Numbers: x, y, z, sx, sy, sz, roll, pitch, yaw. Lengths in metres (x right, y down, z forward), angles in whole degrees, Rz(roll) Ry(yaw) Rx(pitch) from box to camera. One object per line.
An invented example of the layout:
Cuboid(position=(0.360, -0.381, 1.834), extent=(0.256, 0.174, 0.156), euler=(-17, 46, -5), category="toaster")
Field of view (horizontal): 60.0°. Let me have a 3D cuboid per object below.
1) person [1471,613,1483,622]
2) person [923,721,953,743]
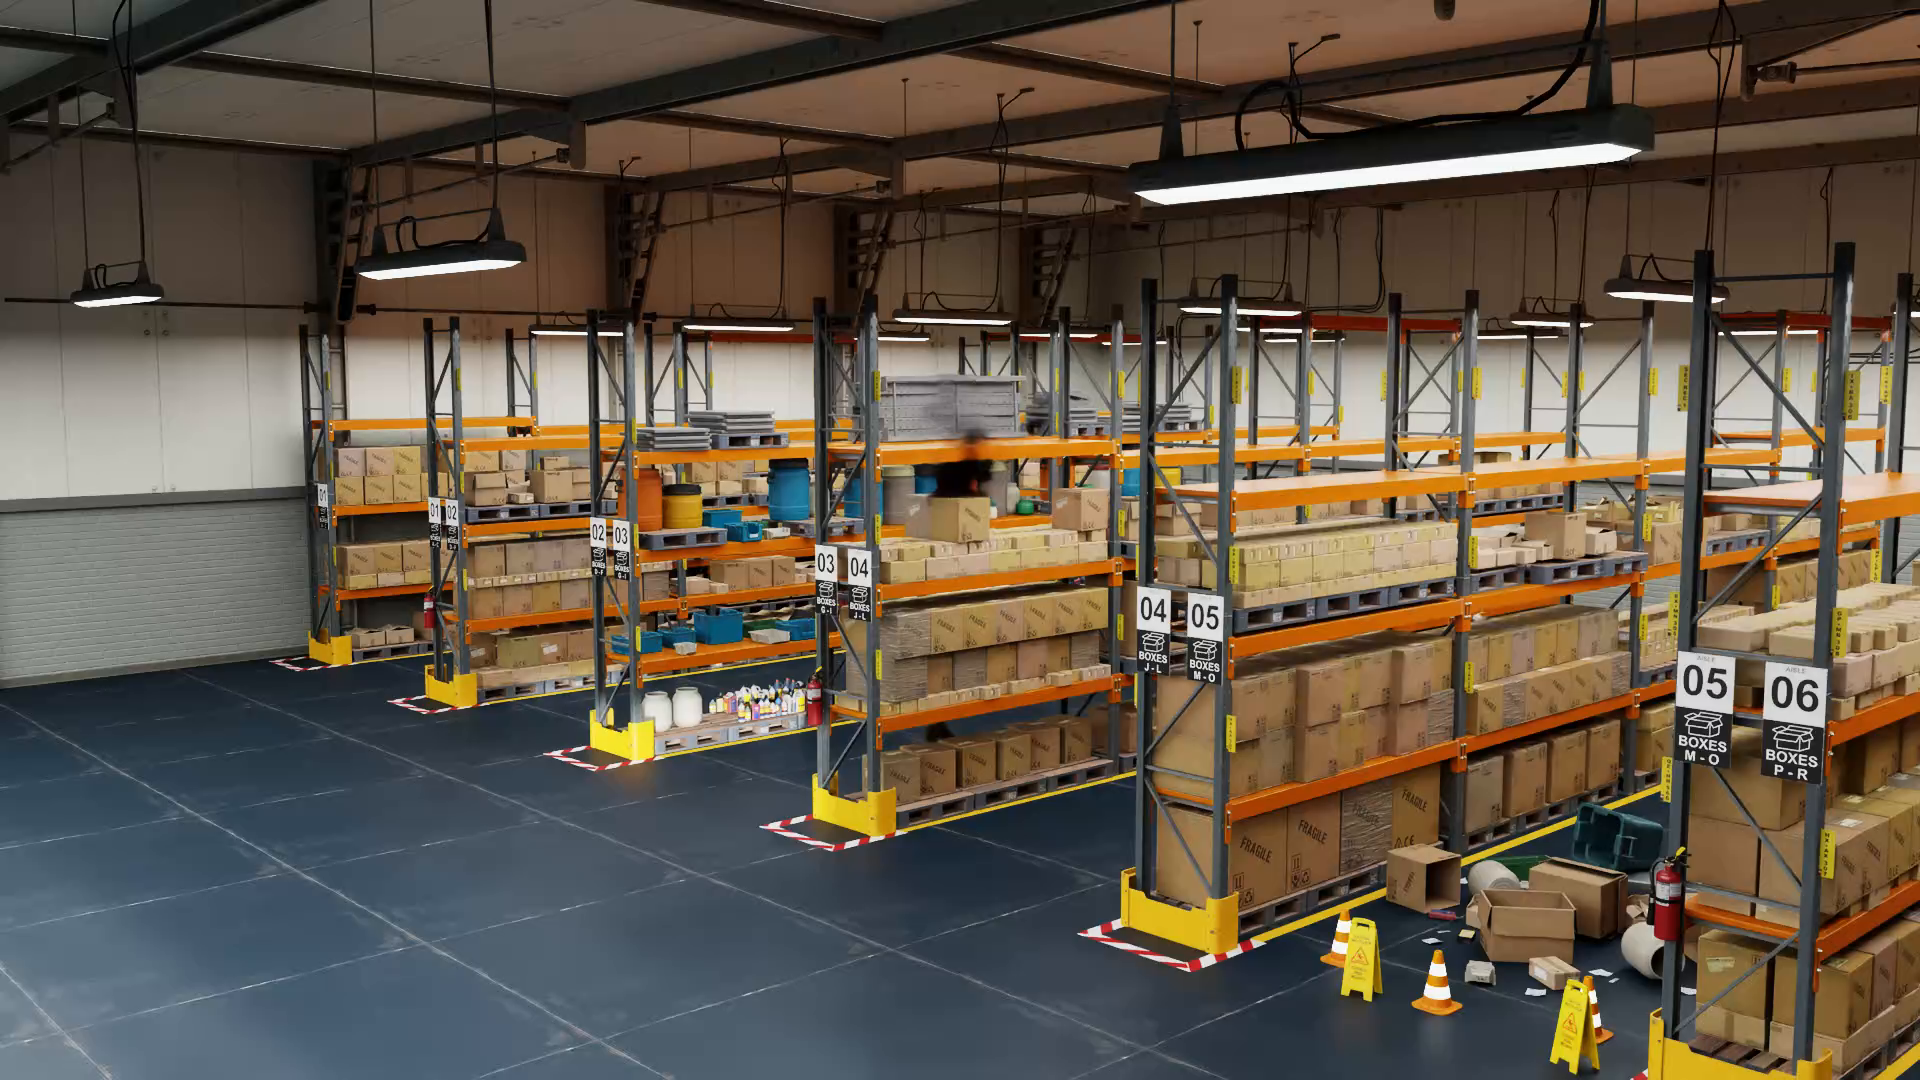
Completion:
Cuboid(position=(7.581, 1.891, 24.519), extent=(0.615, 1.625, 0.548), euler=(5, 8, 40), category="person")
Cuboid(position=(-0.338, 2.069, 22.033), extent=(0.701, 1.703, 0.949), euler=(4, 7, 37), category="person")
